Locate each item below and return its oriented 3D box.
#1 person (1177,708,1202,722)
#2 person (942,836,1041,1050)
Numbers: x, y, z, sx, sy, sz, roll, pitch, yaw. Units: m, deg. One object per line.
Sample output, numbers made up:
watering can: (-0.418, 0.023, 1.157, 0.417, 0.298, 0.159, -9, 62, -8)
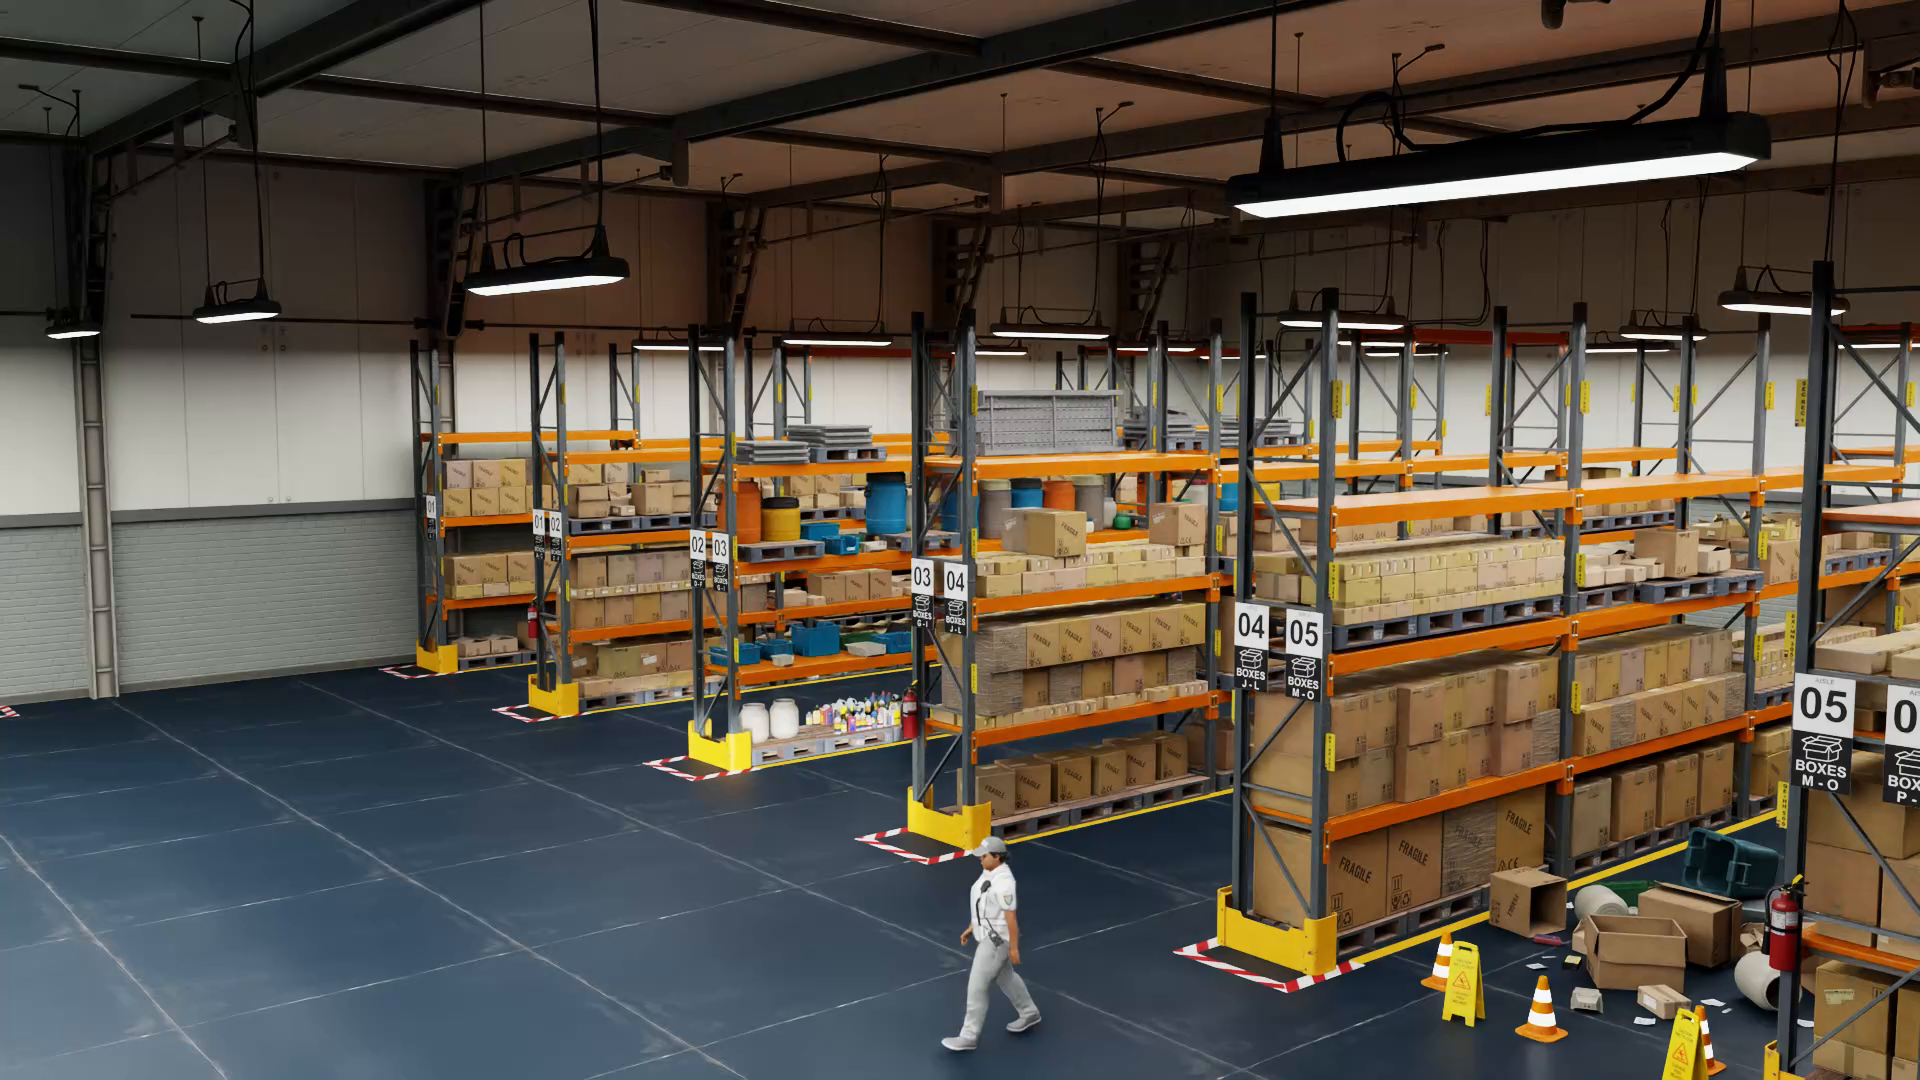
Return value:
person: (3.383, 2.101, 24.510, 0.695, 1.610, 0.663, -3, 6, -28)
person: (0.254, 3.145, 13.110, 0.847, 1.641, 0.517, -1, 5, -7)
